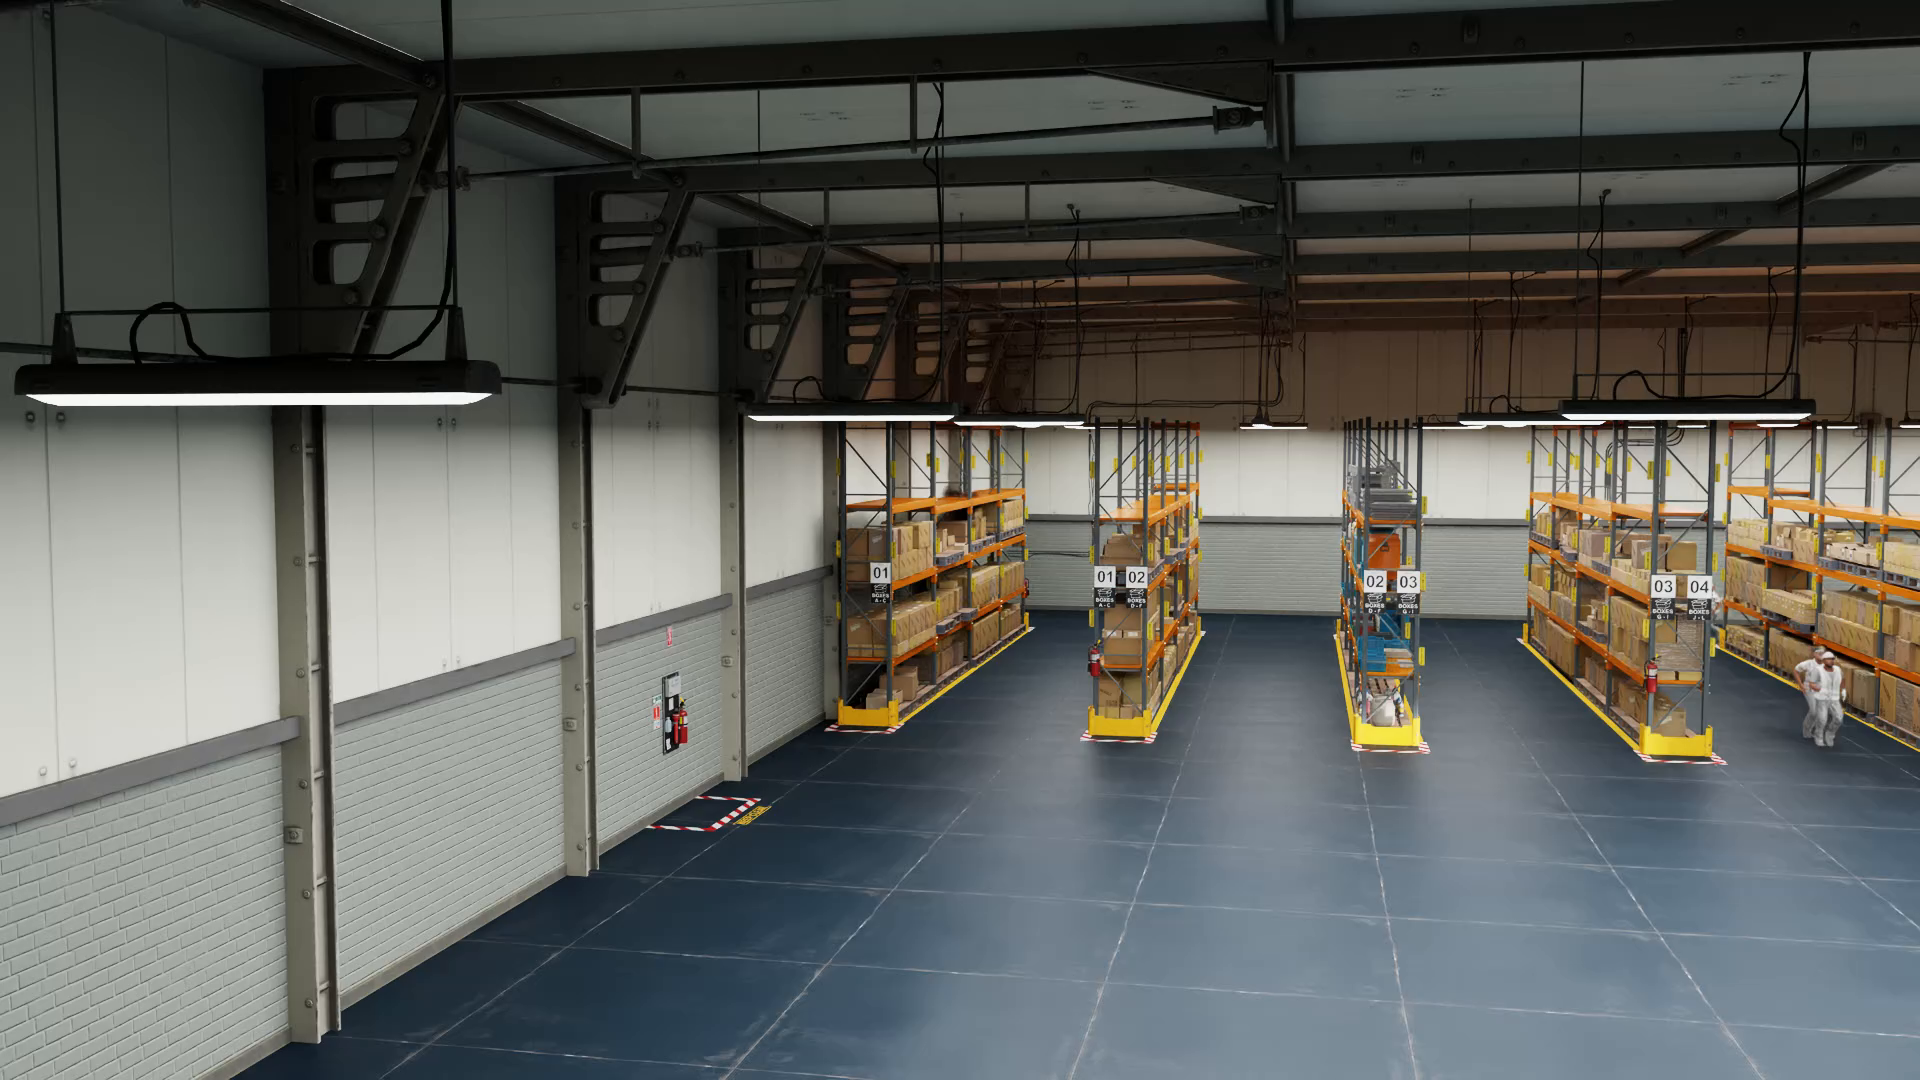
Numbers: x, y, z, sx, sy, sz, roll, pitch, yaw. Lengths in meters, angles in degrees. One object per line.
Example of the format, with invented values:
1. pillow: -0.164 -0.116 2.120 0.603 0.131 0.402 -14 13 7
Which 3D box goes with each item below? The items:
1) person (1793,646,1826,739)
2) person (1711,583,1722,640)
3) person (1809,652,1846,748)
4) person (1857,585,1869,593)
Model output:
1. person: 15.946 2.836 30.943 0.654 1.746 0.692 0 4 -4
2. person: 20.404 1.982 45.133 0.808 1.647 0.696 0 4 3
3. person: 15.697 2.893 30.003 0.721 1.759 0.638 0 4 3
4. person: 24.197 1.949 44.702 0.617 1.734 0.677 1 4 15
